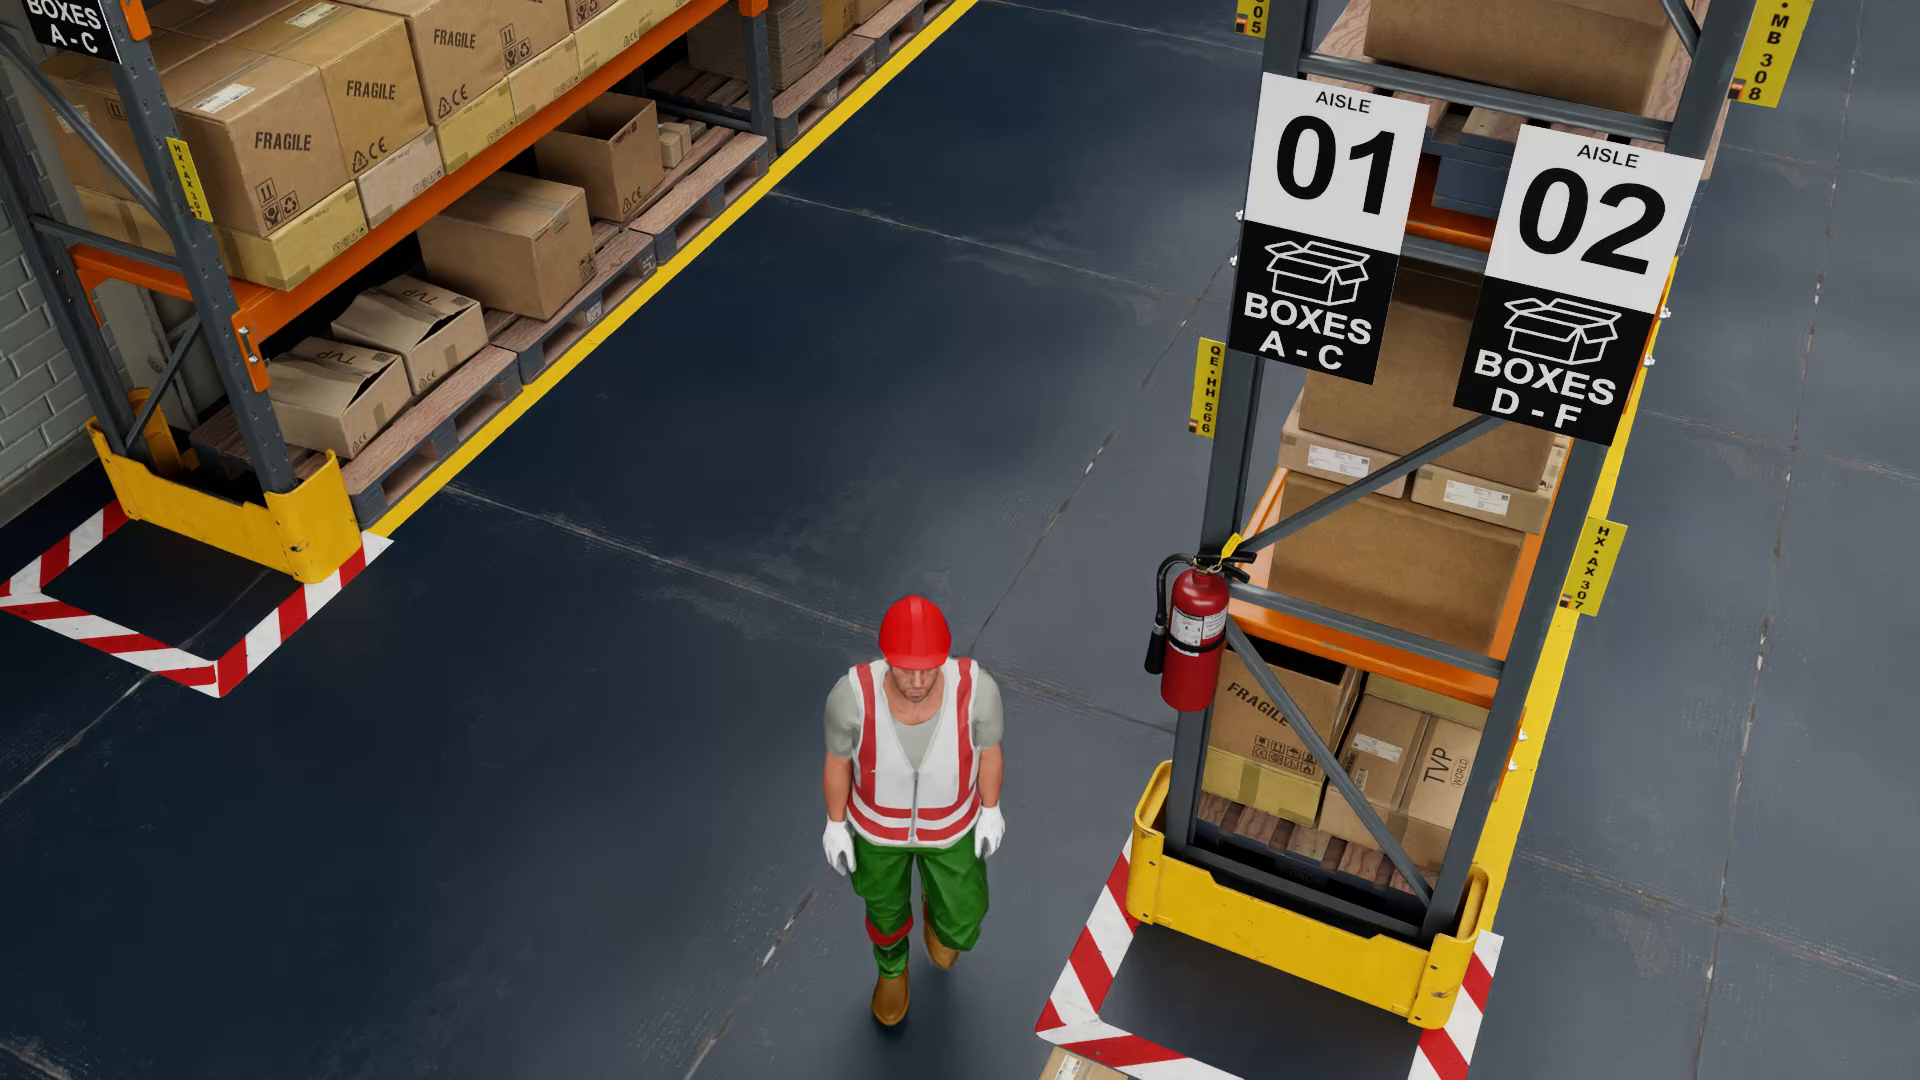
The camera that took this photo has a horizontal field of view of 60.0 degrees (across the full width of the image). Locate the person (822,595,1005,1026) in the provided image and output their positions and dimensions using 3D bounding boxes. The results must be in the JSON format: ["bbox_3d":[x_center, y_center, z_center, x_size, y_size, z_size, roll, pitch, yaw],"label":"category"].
[{"bbox_3d":[-0.143,0.855,5.139,0.568,1.786,0.479,-1,42,-1],"label":"person"}]
